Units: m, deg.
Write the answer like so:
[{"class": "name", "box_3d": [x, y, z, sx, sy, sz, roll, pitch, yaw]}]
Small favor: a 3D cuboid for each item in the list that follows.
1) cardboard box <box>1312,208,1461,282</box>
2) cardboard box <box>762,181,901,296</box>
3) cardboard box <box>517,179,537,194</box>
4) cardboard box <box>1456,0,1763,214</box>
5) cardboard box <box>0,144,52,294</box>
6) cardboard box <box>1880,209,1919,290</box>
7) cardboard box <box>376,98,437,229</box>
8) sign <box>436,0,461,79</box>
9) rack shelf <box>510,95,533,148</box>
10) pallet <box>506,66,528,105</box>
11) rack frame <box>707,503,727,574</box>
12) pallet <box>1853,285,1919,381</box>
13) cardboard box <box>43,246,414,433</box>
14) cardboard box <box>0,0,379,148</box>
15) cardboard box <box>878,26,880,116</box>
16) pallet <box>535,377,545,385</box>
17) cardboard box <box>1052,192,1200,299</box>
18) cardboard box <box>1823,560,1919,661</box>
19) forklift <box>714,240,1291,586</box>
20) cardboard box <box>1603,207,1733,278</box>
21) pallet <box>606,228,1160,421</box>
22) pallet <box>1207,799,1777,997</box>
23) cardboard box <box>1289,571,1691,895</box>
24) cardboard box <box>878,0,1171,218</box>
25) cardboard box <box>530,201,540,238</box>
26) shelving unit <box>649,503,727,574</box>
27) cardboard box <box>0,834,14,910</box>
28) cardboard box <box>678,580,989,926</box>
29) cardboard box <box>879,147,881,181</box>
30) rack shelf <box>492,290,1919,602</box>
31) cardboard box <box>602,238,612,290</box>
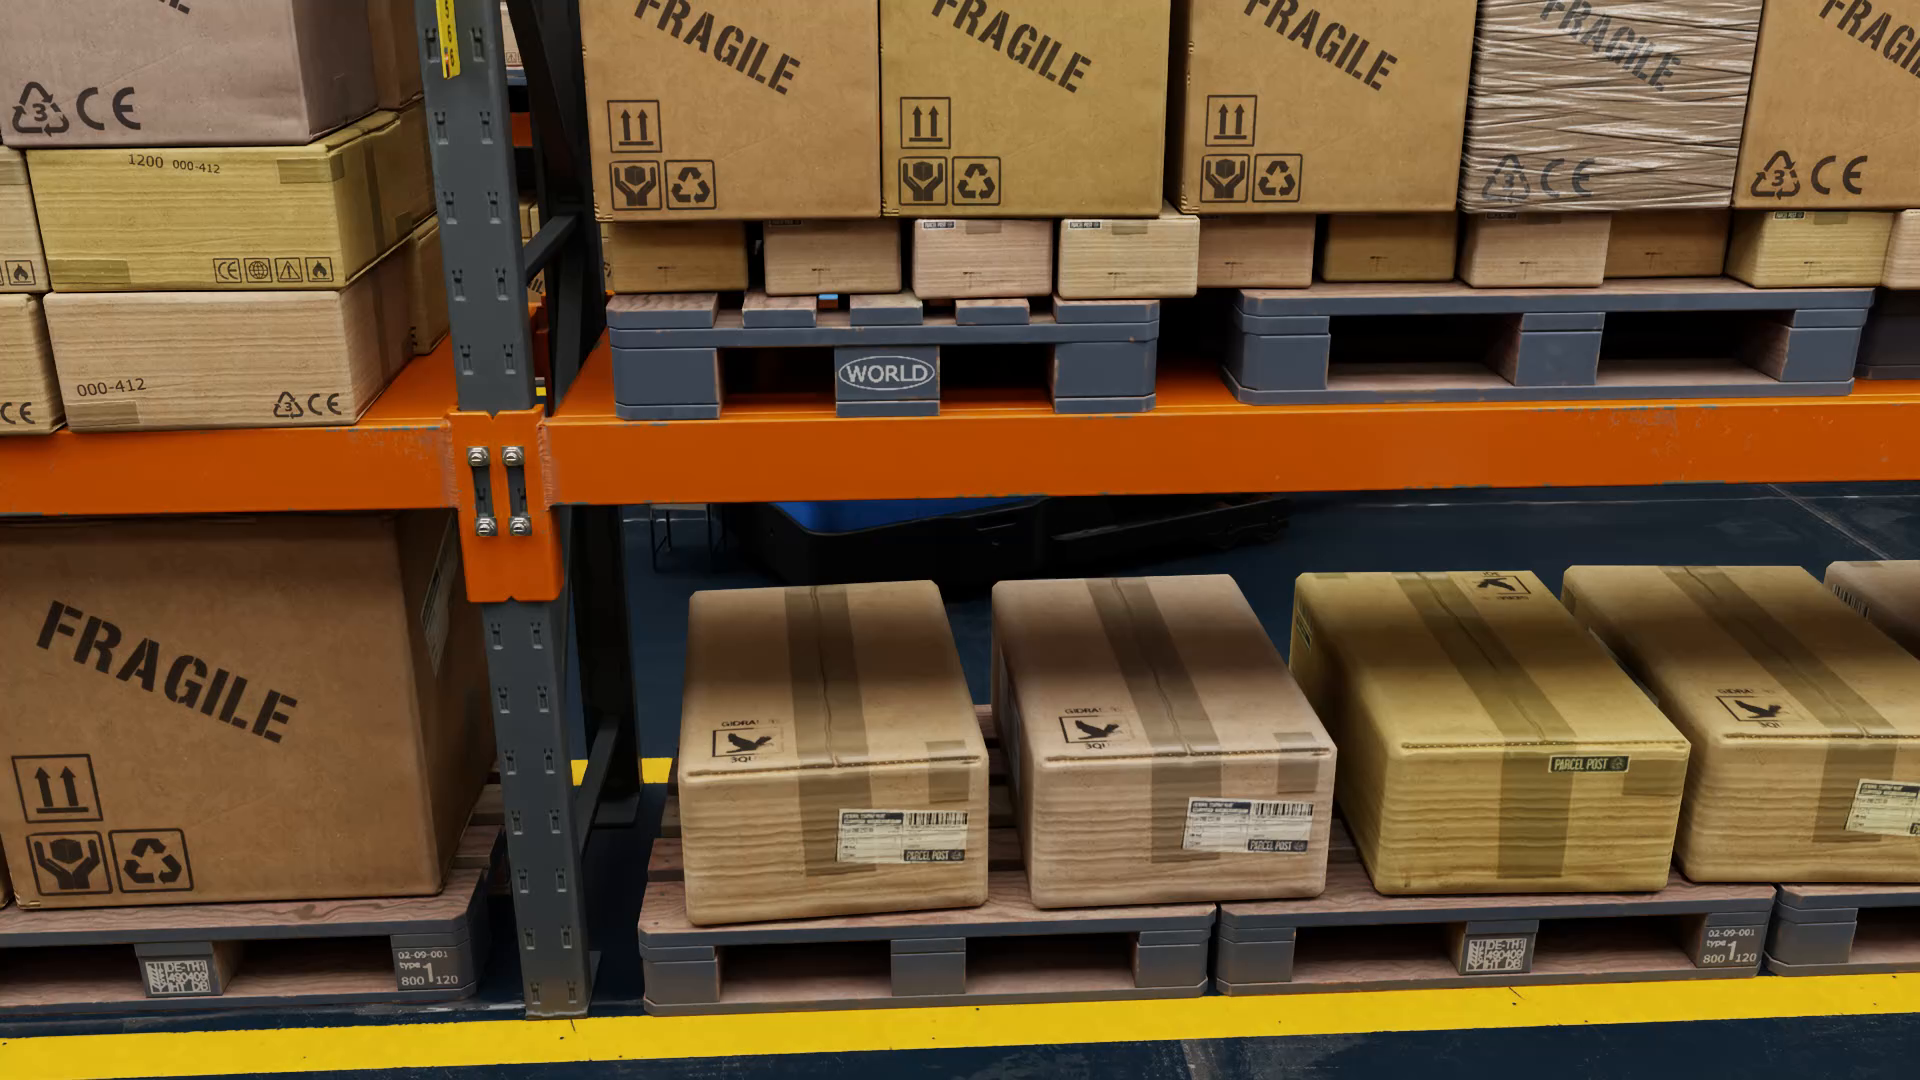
[{"class": "cardboard box", "box_3d": [0.813, -0.627, 3.316, 0.250, 0.149, 0.380, 0, 21, -1]}, {"class": "cardboard box", "box_3d": [-0.254, -0.588, 3.212, 0.250, 0.149, 0.380, -2, 21, -6]}, {"class": "cardboard box", "box_3d": [-2.210, -1.740, 8.485, 0.250, 0.149, 0.380, -1, 21, -2]}, {"class": "cardboard box", "box_3d": [1.138, -0.917, 3.165, 0.500, 0.500, 0.500, -2, 21, -5]}, {"class": "cardboard box", "box_3d": [-1.854, -0.626, 3.058, 0.500, 0.250, 0.500, -2, 21, -4]}, {"class": "cardboard box", "box_3d": [1.848, -0.602, 3.251, 0.250, 0.149, 0.380, -1, 21, -3]}, {"class": "cardboard box", "box_3d": [-1.394, -0.815, 3.555, 0.500, 0.250, 0.500, -1, 21, -3]}, {"class": "sign", "box_3d": [-0.839, -0.918, 2.690, 0.005, 0.325, 0.100, -1, 21, -3]}, {"class": "rack shelf", "box_3d": [-3.157, -1.961, 8.066, 4.000, 0.370, 1.077, -1, 21, -3]}, {"class": "pallet", "box_3d": [-1.833, -2.209, 7.978, 1.003, 0.211, 1.213, -1, 21, -3]}, {"class": "rack frame", "box_3d": [-0.858, -0.343, 5.755, 0.006, 0.900, 0.240, 2, 21, 4]}, {"class": "pallet", "box_3d": [2.349, -0.602, 3.756, 1.213, 0.211, 1.003, -1, 21, -3]}, {"class": "cardboard box", "box_3d": [-1.364, -0.402, 3.171, 0.500, 0.250, 0.500, -2, 21, -5]}, {"class": "cardboard box", "box_3d": [-1.375, -0.985, 2.947, 0.500, 0.500, 0.500, -2, 21, -5]}, {"class": "cardboard box", "box_3d": [0.080, -1.079, 3.590, 0.500, 0.500, 0.500, -1, 21, -4]}, {"class": "pallet", "box_3d": [-1.908, -1.033, 8.537, 1.213, 0.211, 1.003, -1, 21, -3]}, {"class": "cardboard box", "box_3d": [0.297, -0.575, 3.178, 0.250, 0.149, 0.380, -1, 21, -3]}, {"class": "cardboard box", "box_3d": [2.596, 0.388, 3.990, 0.625, 0.372, 0.950, -1, 21, -2]}, {"class": "forklift", "box_3d": [0.642, -1.496, 5.930, 3.031, 2.935, 1.130, -11, 23, -26]}, {"class": "cardboard box", "box_3d": [1.334, -0.642, 3.353, 0.250, 0.149, 0.380, -2, 21, -5]}, {"class": "pallet", "box_3d": [-0.168, -0.537, 3.585, 1.003, 0.211, 1.213, -1, 21, -3]}, {"class": "pallet", "box_3d": [1.122, 0.690, 4.013, 1.213, 0.211, 1.003, -1, 21, -3]}, {"class": "cardboard box", "box_3d": [1.185, 0.418, 3.910, 0.625, 0.372, 0.950, 0, 21, -1]}, {"class": "cardboard box", "box_3d": [0.109, -0.896, 3.111, 0.500, 0.500, 0.500, 0, 21, 0]}, {"class": "cardboard box", "box_3d": [-1.910, -1.552, 7.994, 0.250, 0.149, 0.380, -2, 21, -6]}, {"class": "shelving unit", "box_3d": [-0.960, -0.346, 5.763, 0.210, 0.900, 0.258, 2, 21, 4]}, {"class": "cardboard box", "box_3d": [-2.459, 0.223, 3.714, 0.875, 0.875, 0.875, -1, 21, -2]}, {"class": "cardboard box", "box_3d": [-0.309, 0.449, 3.828, 0.625, 0.372, 0.950, -3, 21, -7]}, {"class": "cardboard box", "box_3d": [-0.296, -0.775, 3.703, 0.250, 0.149, 0.380, -1, 21, -2]}, {"class": "rack shelf", "box_3d": [1.123, -0.279, 3.649, 4.000, 0.370, 1.077, -1, 21, -3]}, {"class": "cardboard box", "box_3d": [-1.570, -1.281, 8.192, 0.500, 0.500, 0.500, -1, 21, -1]}]
